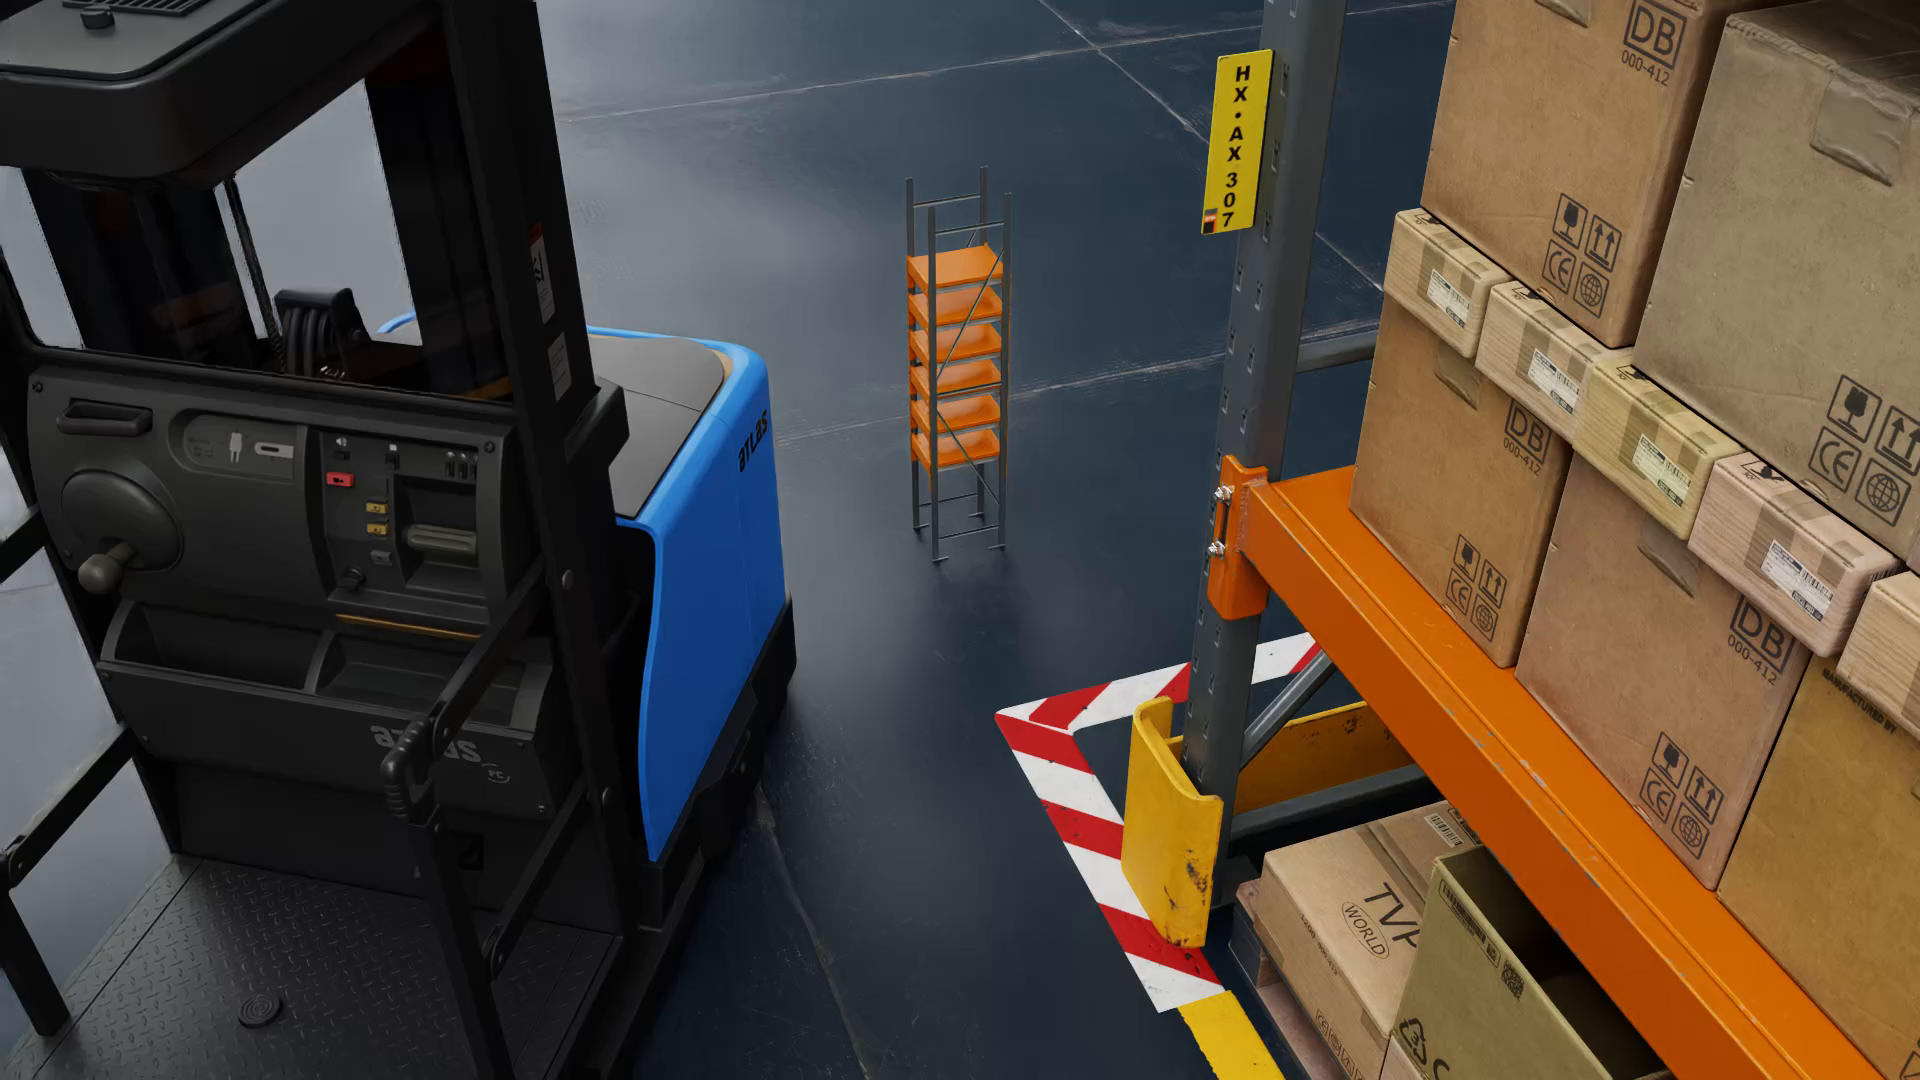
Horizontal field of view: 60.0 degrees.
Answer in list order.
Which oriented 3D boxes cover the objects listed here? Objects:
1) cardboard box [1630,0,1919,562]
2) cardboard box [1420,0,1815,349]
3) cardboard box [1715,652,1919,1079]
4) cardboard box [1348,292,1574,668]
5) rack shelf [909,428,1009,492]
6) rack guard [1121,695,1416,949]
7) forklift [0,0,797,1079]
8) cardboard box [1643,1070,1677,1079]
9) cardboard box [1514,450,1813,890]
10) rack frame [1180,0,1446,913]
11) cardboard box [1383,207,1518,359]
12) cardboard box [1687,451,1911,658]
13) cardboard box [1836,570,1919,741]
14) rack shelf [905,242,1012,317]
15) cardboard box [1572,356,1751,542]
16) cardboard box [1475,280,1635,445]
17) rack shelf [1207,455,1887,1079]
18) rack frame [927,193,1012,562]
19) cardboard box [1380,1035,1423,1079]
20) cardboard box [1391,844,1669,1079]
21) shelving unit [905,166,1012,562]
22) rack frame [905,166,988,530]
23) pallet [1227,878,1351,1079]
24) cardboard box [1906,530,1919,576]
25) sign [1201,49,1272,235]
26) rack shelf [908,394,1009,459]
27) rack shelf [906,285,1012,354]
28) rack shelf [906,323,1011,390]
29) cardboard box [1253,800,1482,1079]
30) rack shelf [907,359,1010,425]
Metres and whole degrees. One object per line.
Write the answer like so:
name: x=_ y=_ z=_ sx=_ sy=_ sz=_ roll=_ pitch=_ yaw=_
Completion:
cardboard box: x=1.354 y=-0.384 z=2.106 sx=0.700 sy=0.500 sz=0.500 roll=-13 pitch=39 yaw=-17
cardboard box: x=1.168 y=-0.680 z=2.499 sx=0.700 sy=0.500 sz=0.500 roll=-12 pitch=39 yaw=-16
cardboard box: x=1.500 y=0.385 z=2.162 sx=0.700 sy=0.500 sz=0.500 roll=-12 pitch=39 yaw=-16
cardboard box: x=1.150 y=-0.192 z=2.929 sx=0.700 sy=0.500 sz=0.500 roll=-12 pitch=39 yaw=-16
rack shelf: x=-0.005 y=-0.260 z=5.071 sx=0.258 sy=0.103 sz=0.180 roll=-12 pitch=39 yaw=-16
rack guard: x=0.993 y=0.567 z=4.082 sx=1.175 sy=0.500 sz=0.348 roll=-12 pitch=39 yaw=-16
forklift: x=-1.286 y=0.006 z=2.806 sx=1.130 sy=2.935 sz=3.031 roll=8 pitch=38 yaw=10
cardboard box: x=1.335 y=1.124 z=2.578 sx=0.500 sy=0.500 sz=0.500 roll=-12 pitch=39 yaw=-16
cardboard box: x=1.335 y=0.104 z=2.536 sx=0.700 sy=0.500 sz=0.500 roll=-11 pitch=38 yaw=-15
rack frame: x=1.001 y=-0.418 z=3.312 sx=1.000 sy=3.000 sz=0.127 roll=-12 pitch=39 yaw=-16
cardboard box: x=0.934 y=-0.451 z=2.734 sx=0.380 sy=0.149 sz=0.250 roll=-13 pitch=39 yaw=-16
cardboard box: x=1.196 y=-0.018 z=2.159 sx=0.380 sy=0.149 sz=0.250 roll=-13 pitch=39 yaw=-17
cardboard box: x=1.291 y=0.132 z=1.960 sx=0.380 sy=0.149 sz=0.250 roll=-14 pitch=39 yaw=-17
rack shelf: x=-0.005 y=-0.739 z=4.710 sx=0.258 sy=0.103 sz=0.180 roll=-12 pitch=39 yaw=-16
cardboard box: x=1.112 y=-0.161 z=2.349 sx=0.380 sy=0.149 sz=0.250 roll=-12 pitch=39 yaw=-16
cardboard box: x=1.027 y=-0.303 z=2.536 sx=0.380 sy=0.149 sz=0.250 roll=-13 pitch=39 yaw=-17
rack shelf: x=1.689 y=0.999 z=2.029 sx=1.077 sy=0.370 sz=4.000 roll=-12 pitch=39 yaw=-16
rack frame: x=0.027 y=-0.436 z=4.831 sx=0.240 sy=1.200 sz=0.006 roll=-12 pitch=39 yaw=-16
cardboard box: x=1.152 y=1.143 z=3.176 sx=0.500 sy=0.250 sz=0.500 roll=-12 pitch=39 yaw=-16
cardboard box: x=1.150 y=0.844 z=2.950 sx=0.500 sy=0.500 sz=0.500 roll=-12 pitch=39 yaw=-16
shelving unit: x=-0.005 y=-0.487 z=4.900 sx=0.258 sy=1.200 sz=0.189 roll=-12 pitch=39 yaw=-16
rack frame: x=-0.036 y=-0.539 z=4.968 sx=0.240 sy=1.200 sz=0.006 roll=-12 pitch=39 yaw=-16
pallet: x=1.303 y=1.119 z=3.589 sx=1.003 sy=0.211 sz=1.213 roll=-12 pitch=39 yaw=-16
cardboard box: x=1.528 y=-0.100 z=1.728 sx=0.700 sy=0.500 sz=0.500 roll=-12 pitch=39 yaw=-16
sign: x=0.478 y=-0.684 z=2.880 sx=0.100 sy=0.325 sz=0.005 roll=-12 pitch=39 yaw=-16
rack shelf: x=-0.005 y=-0.356 z=4.999 sx=0.258 sy=0.103 sz=0.180 roll=-12 pitch=39 yaw=-16
rack shelf: x=-0.005 y=-0.644 z=4.782 sx=0.258 sy=0.103 sz=0.180 roll=-12 pitch=39 yaw=-16
rack shelf: x=-0.005 y=-0.548 z=4.854 sx=0.258 sy=0.103 sz=0.180 roll=-12 pitch=39 yaw=-16
cardboard box: x=0.977 y=0.861 z=3.550 sx=0.500 sy=0.250 sz=0.500 roll=-12 pitch=39 yaw=-16
rack shelf: x=-0.005 y=-0.452 z=4.927 sx=0.258 sy=0.103 sz=0.180 roll=-12 pitch=39 yaw=-16
